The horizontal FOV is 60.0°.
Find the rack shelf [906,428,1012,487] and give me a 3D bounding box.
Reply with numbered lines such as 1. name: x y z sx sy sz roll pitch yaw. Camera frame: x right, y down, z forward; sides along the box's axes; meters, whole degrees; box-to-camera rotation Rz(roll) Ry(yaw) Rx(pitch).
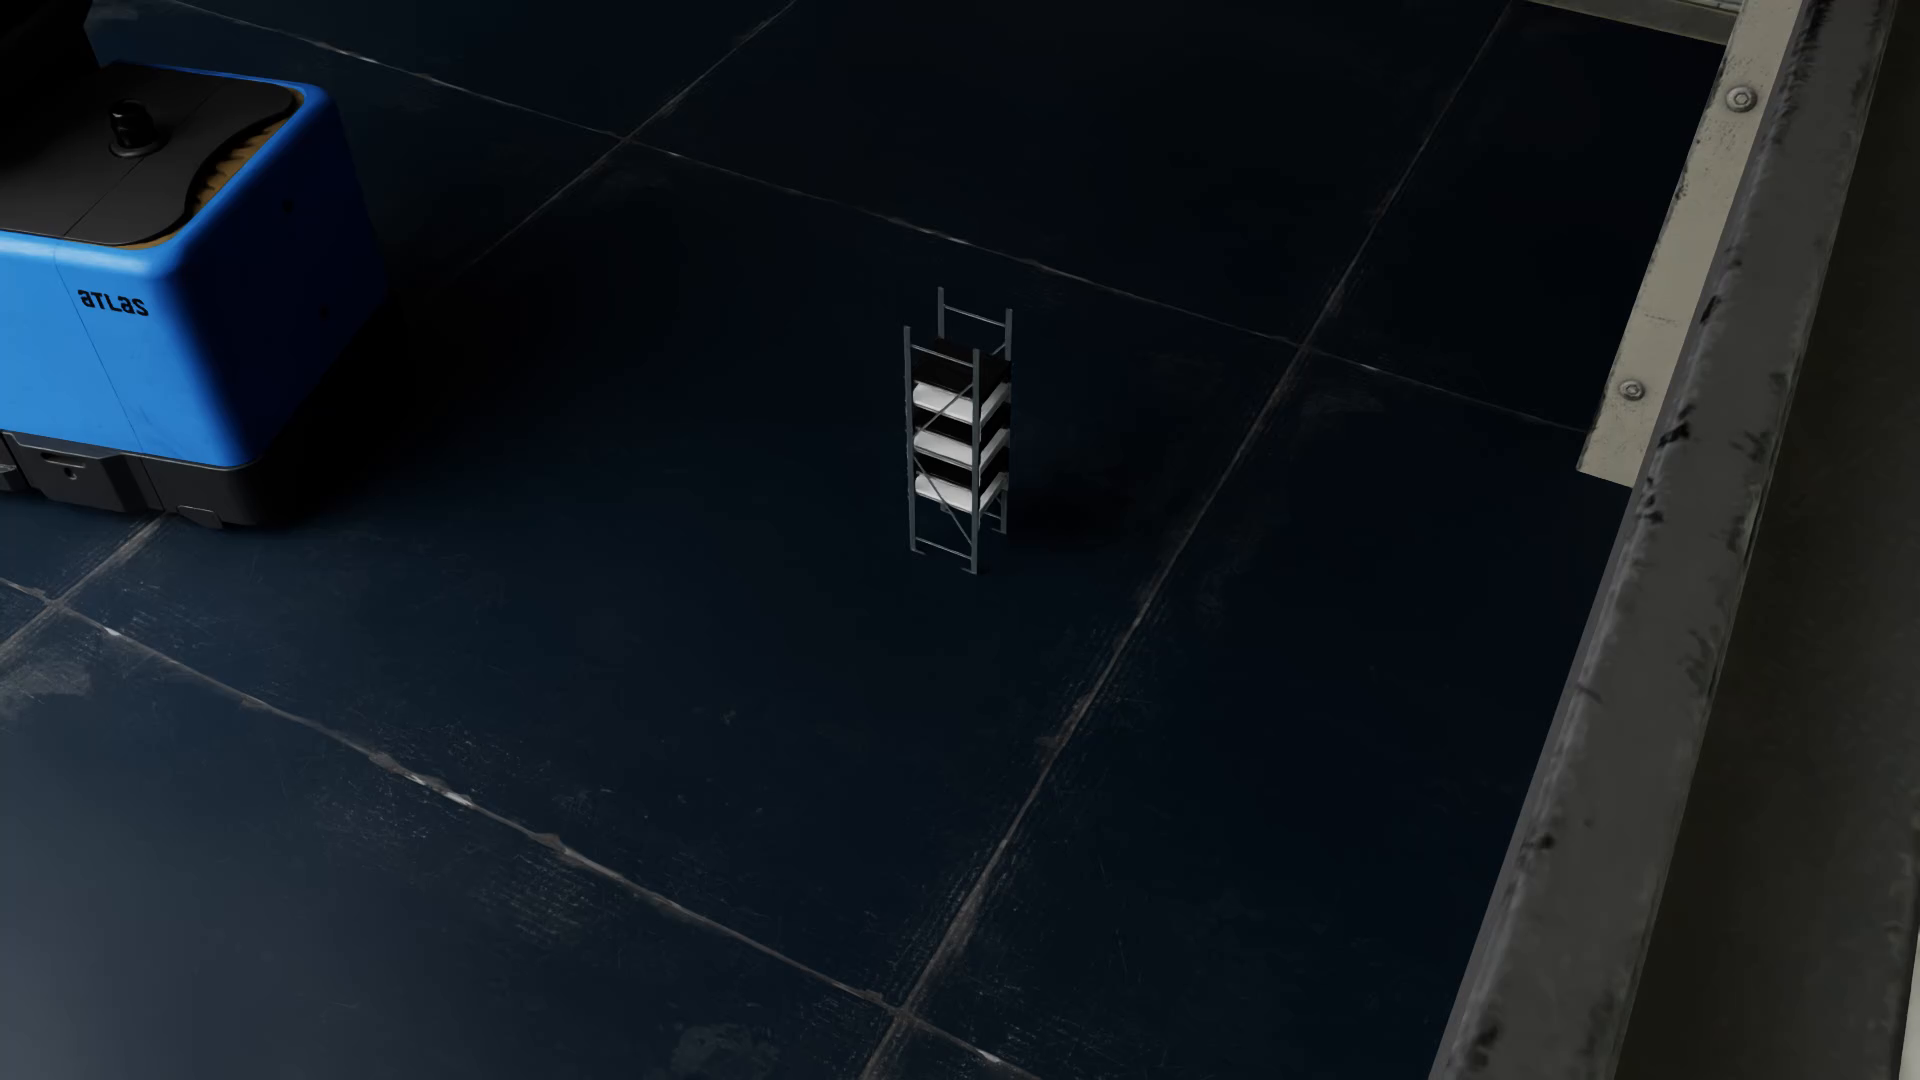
1. rack shelf: -0.004 -0.288 5.044 0.258 0.077 0.200 20 49 19

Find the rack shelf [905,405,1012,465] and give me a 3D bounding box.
1. rack shelf: -0.004 -0.351 4.980 0.258 0.077 0.200 20 49 19

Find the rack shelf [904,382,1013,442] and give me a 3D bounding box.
1. rack shelf: -0.004 -0.414 4.916 0.258 0.077 0.200 20 49 19

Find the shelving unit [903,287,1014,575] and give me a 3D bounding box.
1. shelving unit: -0.004 -0.311 5.020 0.258 0.900 0.210 20 49 19

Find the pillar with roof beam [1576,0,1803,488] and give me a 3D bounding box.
1. pillar with roof beam: -1.521 -4.895 3.856 9.100 9.000 0.400 20 49 19

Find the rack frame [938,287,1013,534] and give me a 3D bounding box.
1. rack frame: 0.043 -0.375 5.084 0.240 0.900 0.006 20 49 19

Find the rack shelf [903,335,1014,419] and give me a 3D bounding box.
1. rack shelf: -0.004 -0.478 4.852 0.258 0.077 0.200 20 49 19

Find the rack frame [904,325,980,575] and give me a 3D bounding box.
1. rack frame: -0.051 -0.247 4.957 0.240 0.900 0.006 20 49 19

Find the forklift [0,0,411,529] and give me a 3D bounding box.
1. forklift: -3.535 -1.620 4.885 3.031 2.935 1.130 9 46 9

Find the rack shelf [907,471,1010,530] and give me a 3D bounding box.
1. rack shelf: -0.004 -0.161 5.172 0.258 0.077 0.200 20 49 19

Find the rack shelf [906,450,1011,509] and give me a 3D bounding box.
1. rack shelf: -0.004 -0.225 5.108 0.258 0.077 0.200 20 49 19
